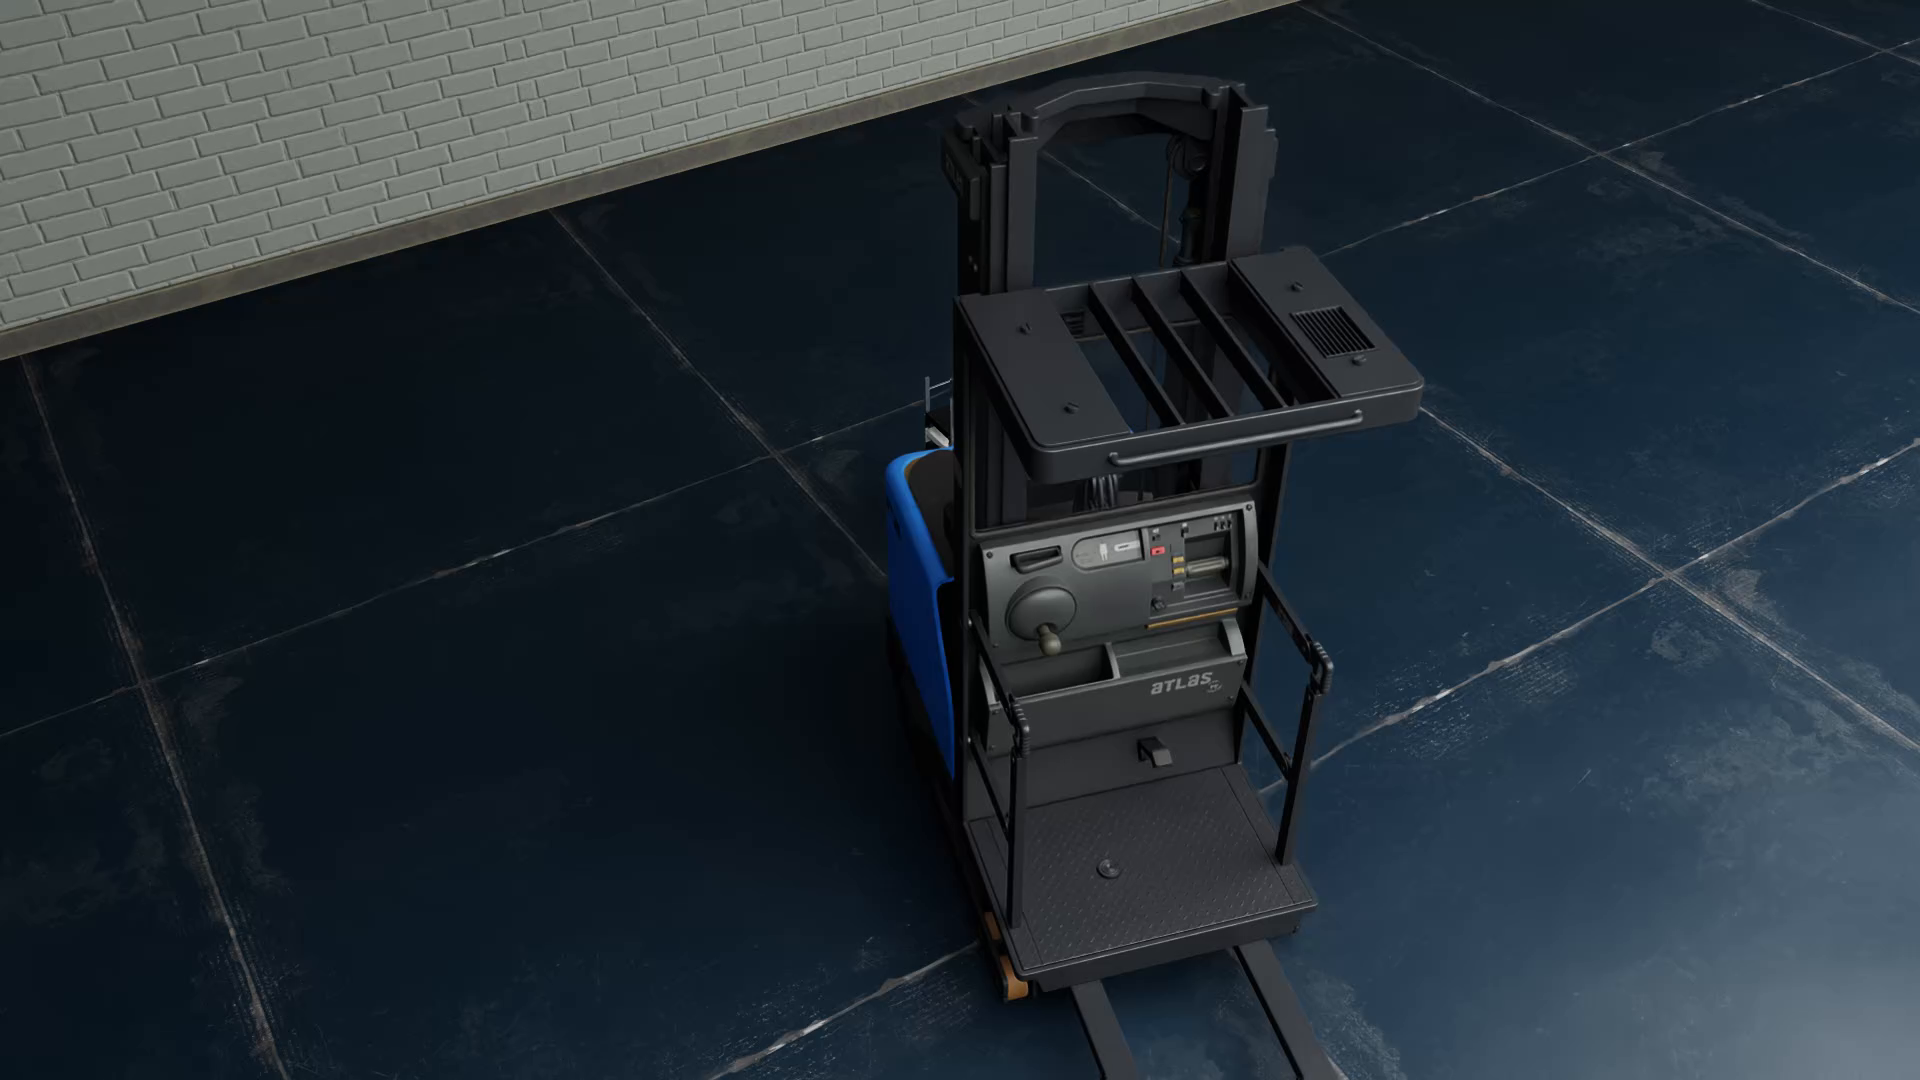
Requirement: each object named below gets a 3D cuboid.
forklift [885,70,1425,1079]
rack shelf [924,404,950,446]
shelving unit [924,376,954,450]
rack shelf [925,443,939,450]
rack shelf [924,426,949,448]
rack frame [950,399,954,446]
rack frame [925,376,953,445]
[{"bbox_3d":[0.585,0.197,5.225,1.130,2.935,3.031,-10,41,-12],"label":"forklift"},{"bbox_3d":[0.004,-0.523,7.305,0.258,0.077,0.200,-22,45,-24],"label":"rack shelf"},{"bbox_3d":[0.004,-0.341,7.457,0.258,0.900,0.210,-22,45,-24],"label":"shelving unit"},{"bbox_3d":[0.004,-0.385,7.420,0.258,0.077,0.200,-22,45,-24],"label":"rack shelf"},{"bbox_3d":[0.004,-0.454,7.363,0.258,0.077,0.200,-22,45,-24],"label":"rack shelf"},{"bbox_3d":[0.059,-0.286,7.391,0.240,0.900,0.006,-22,45,-24],"label":"rack frame"},{"bbox_3d":[-0.050,-0.396,7.523,0.240,0.900,0.006,-22,45,-24],"label":"rack frame"}]
